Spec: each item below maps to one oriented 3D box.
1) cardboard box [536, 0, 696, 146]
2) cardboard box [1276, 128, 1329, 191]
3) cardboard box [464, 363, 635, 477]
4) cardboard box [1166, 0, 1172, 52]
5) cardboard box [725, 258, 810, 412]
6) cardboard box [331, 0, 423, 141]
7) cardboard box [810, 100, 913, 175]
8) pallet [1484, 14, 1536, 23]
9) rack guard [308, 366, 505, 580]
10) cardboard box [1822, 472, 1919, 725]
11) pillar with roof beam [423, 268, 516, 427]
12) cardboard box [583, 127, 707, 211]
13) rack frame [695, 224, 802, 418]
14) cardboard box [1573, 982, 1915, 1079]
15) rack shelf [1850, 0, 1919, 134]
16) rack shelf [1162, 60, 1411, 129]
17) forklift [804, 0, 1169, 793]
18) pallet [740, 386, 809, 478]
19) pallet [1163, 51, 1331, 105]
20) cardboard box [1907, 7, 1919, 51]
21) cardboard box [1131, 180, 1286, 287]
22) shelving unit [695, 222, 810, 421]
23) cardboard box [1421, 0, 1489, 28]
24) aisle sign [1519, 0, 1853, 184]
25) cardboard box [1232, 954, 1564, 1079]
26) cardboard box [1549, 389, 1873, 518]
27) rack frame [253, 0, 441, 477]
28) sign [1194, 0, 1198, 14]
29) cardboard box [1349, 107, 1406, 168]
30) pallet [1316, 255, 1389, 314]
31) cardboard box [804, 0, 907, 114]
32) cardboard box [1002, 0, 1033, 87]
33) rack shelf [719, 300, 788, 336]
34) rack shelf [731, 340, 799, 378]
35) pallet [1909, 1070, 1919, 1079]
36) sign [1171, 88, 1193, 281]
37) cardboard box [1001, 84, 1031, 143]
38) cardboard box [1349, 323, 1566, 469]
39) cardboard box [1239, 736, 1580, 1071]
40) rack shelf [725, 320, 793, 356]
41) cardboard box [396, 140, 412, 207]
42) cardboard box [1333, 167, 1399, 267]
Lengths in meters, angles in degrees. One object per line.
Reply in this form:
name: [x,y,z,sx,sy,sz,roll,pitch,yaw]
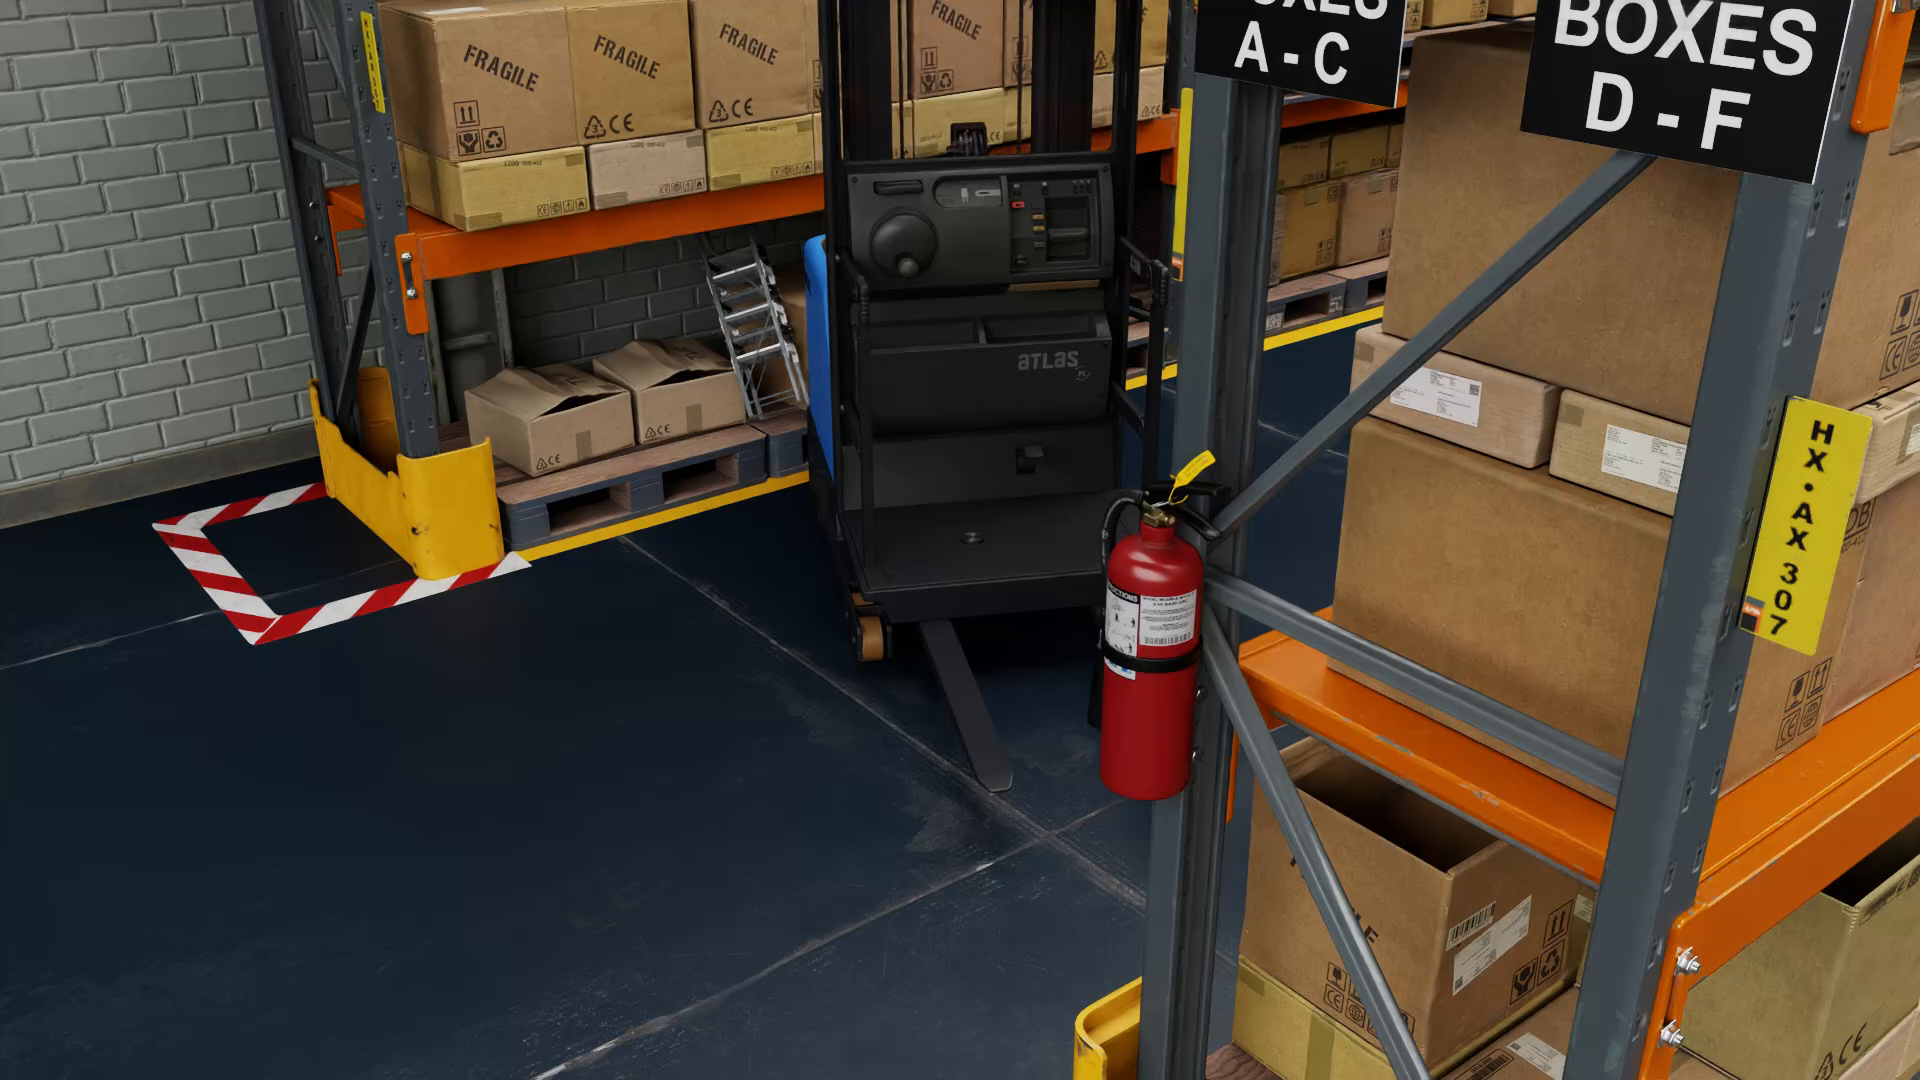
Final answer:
cardboard box: [-1.378,-1.843,6.421,0.500,0.500,0.500,-18,30,-34]
cardboard box: [1.726,-2.169,9.417,0.500,0.250,0.500,-19,31,-35]
cardboard box: [-1.735,-0.542,7.026,0.500,0.311,0.500,-23,33,-40]
cardboard box: [1.235,-2.817,8.615,0.500,0.500,0.700,-18,30,-34]
cardboard box: [-0.678,-0.950,7.680,0.500,0.500,0.700,-21,32,-37]
cardboard box: [-2.095,-1.886,6.514,0.500,0.500,0.500,-19,31,-35]
cardboard box: [-0.551,-1.775,7.166,0.500,0.250,0.500,-18,30,-34]
pallet: [3.466,-3.183,10.273,1.003,0.211,1.213,-18,31,-34]
rack guard: [-2.275,-0.298,6.798,0.348,0.500,1.175,-18,31,-34]
cardboard box: [1.511,-0.072,3.224,0.500,0.500,0.700,-17,30,-33]
pillar with roof beam: [0.339,-3.176,2.903,0.400,9.000,9.100,-18,31,-34]
cardboard box: [-1.355,-1.514,6.604,0.500,0.250,0.500,-19,31,-36]
rack frame: [-0.919,-0.989,7.140,0.240,0.900,0.006,-17,-1,6]
cardboard box: [1.675,1.088,3.610,0.500,0.250,0.500,-18,31,-34]
rack shelf: [2.299,-1.326,3.335,4.000,0.370,1.077,-18,31,-34]
rack shelf: [2.387,-2.644,9.739,4.000,0.370,1.077,-18,31,-34]
forklift: [0.121,-1.069,5.573,1.130,2.935,3.031,-5,25,-10]
pallet: [-0.654,-0.681,7.968,1.213,0.211,1.003,-18,31,-34]
pallet: [1.504,-2.514,8.833,1.213,0.211,1.003,-18,31,-34]
cardboard box: [1.552,-0.675,2.981,0.500,0.500,0.700,-19,31,-35]
cardboard box: [1.382,-1.714,9.326,0.500,0.500,0.700,-17,30,-32]
shelving unit: [-0.908,-0.990,7.241,0.258,0.900,0.210,-17,-1,6]
cardboard box: [2.630,-3.279,9.610,0.500,0.500,0.700,-18,31,-34]
aisle sign: [0.862,-0.833,1.893,0.004,0.787,0.394,-18,31,-34]
cardboard box: [0.965,1.048,3.697,0.500,0.250,0.500,-18,31,-34]
cardboard box: [1.167,-0.142,2.604,0.250,0.149,0.380,-19,31,-34]
rack frame: [-2.335,-1.412,6.229,0.127,3.000,1.000,-18,31,-34]
sign: [1.154,-2.666,7.903,0.005,0.325,0.100,-18,31,-34]
cardboard box: [2.537,-2.429,9.977,0.500,0.250,0.500,-18,31,-34]
pallet: [2.385,-1.708,10.179,1.213,0.211,1.003,-18,31,-34]
cardboard box: [-0.569,-2.113,7.003,0.500,0.500,0.500,-17,30,-32]
cardboard box: [0.243,-2.376,7.569,0.500,0.500,0.500,-18,31,-34]
rack shelf: [-0.899,-0.958,7.240,0.258,0.077,0.200,-17,-1,6]
rack shelf: [-0.847,-0.786,7.237,0.258,0.077,0.200,-17,-1,6]
pallet: [2.260,0.965,4.420,1.213,0.211,1.003,-18,31,-34]
sign: [0.401,-0.588,2.797,0.005,0.325,0.100,-18,31,-34]
cardboard box: [0.230,-2.042,7.741,0.500,0.250,0.500,-18,30,-34]
cardboard box: [0.908,-0.274,2.888,0.250,0.149,0.380,-19,31,-35]
cardboard box: [0.963,0.707,3.541,0.500,0.500,0.500,-18,31,-34]
rack shelf: [-0.873,-0.872,7.239,0.258,0.077,0.200,-17,-1,6]
cardboard box: [-2.086,-1.539,6.657,0.500,0.250,0.500,-18,30,-33]
cardboard box: [2.184,-1.984,9.908,0.500,0.500,0.700,-18,30,-33]
